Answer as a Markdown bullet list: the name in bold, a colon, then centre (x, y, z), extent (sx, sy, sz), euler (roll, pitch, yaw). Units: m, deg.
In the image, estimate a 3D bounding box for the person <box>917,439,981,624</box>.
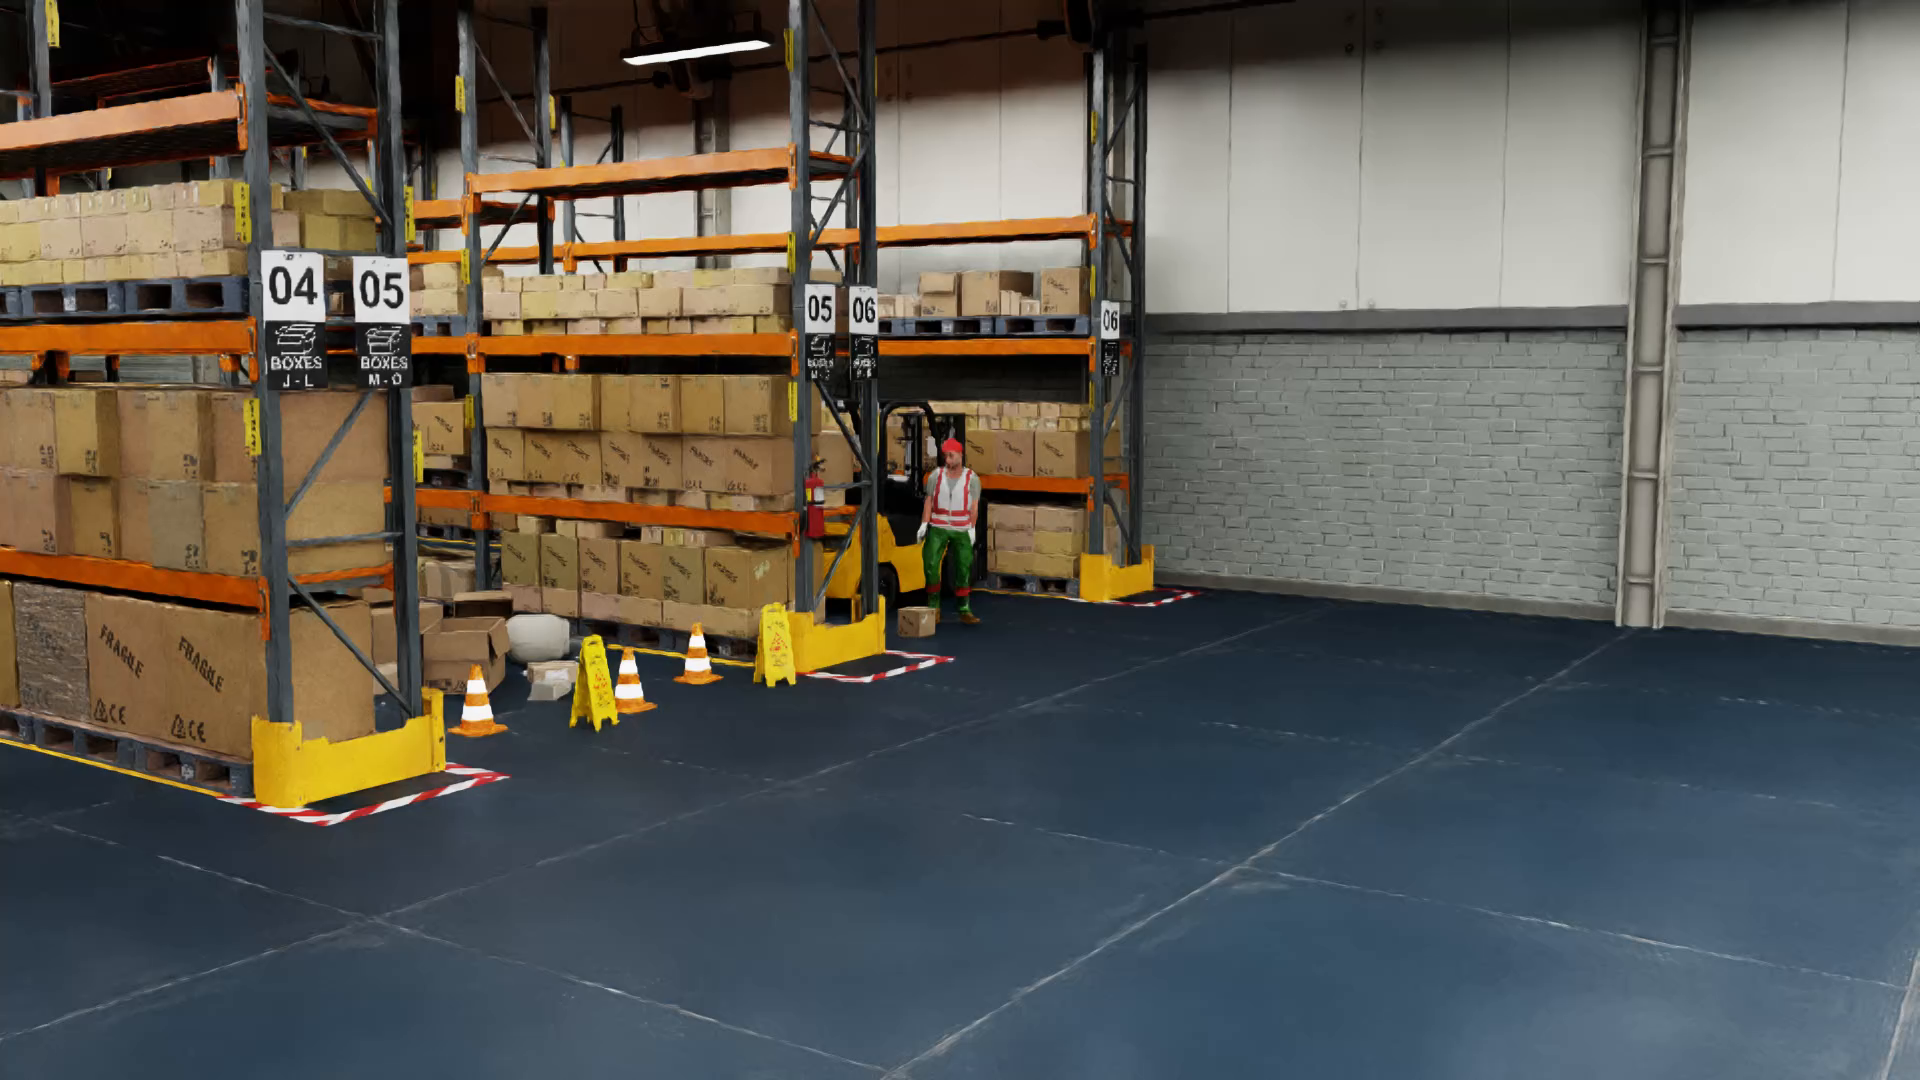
- **person**: centre (-0.105, -0.085, 16.086), extent (0.617, 1.789, 0.373), euler (0, 6, 2)
